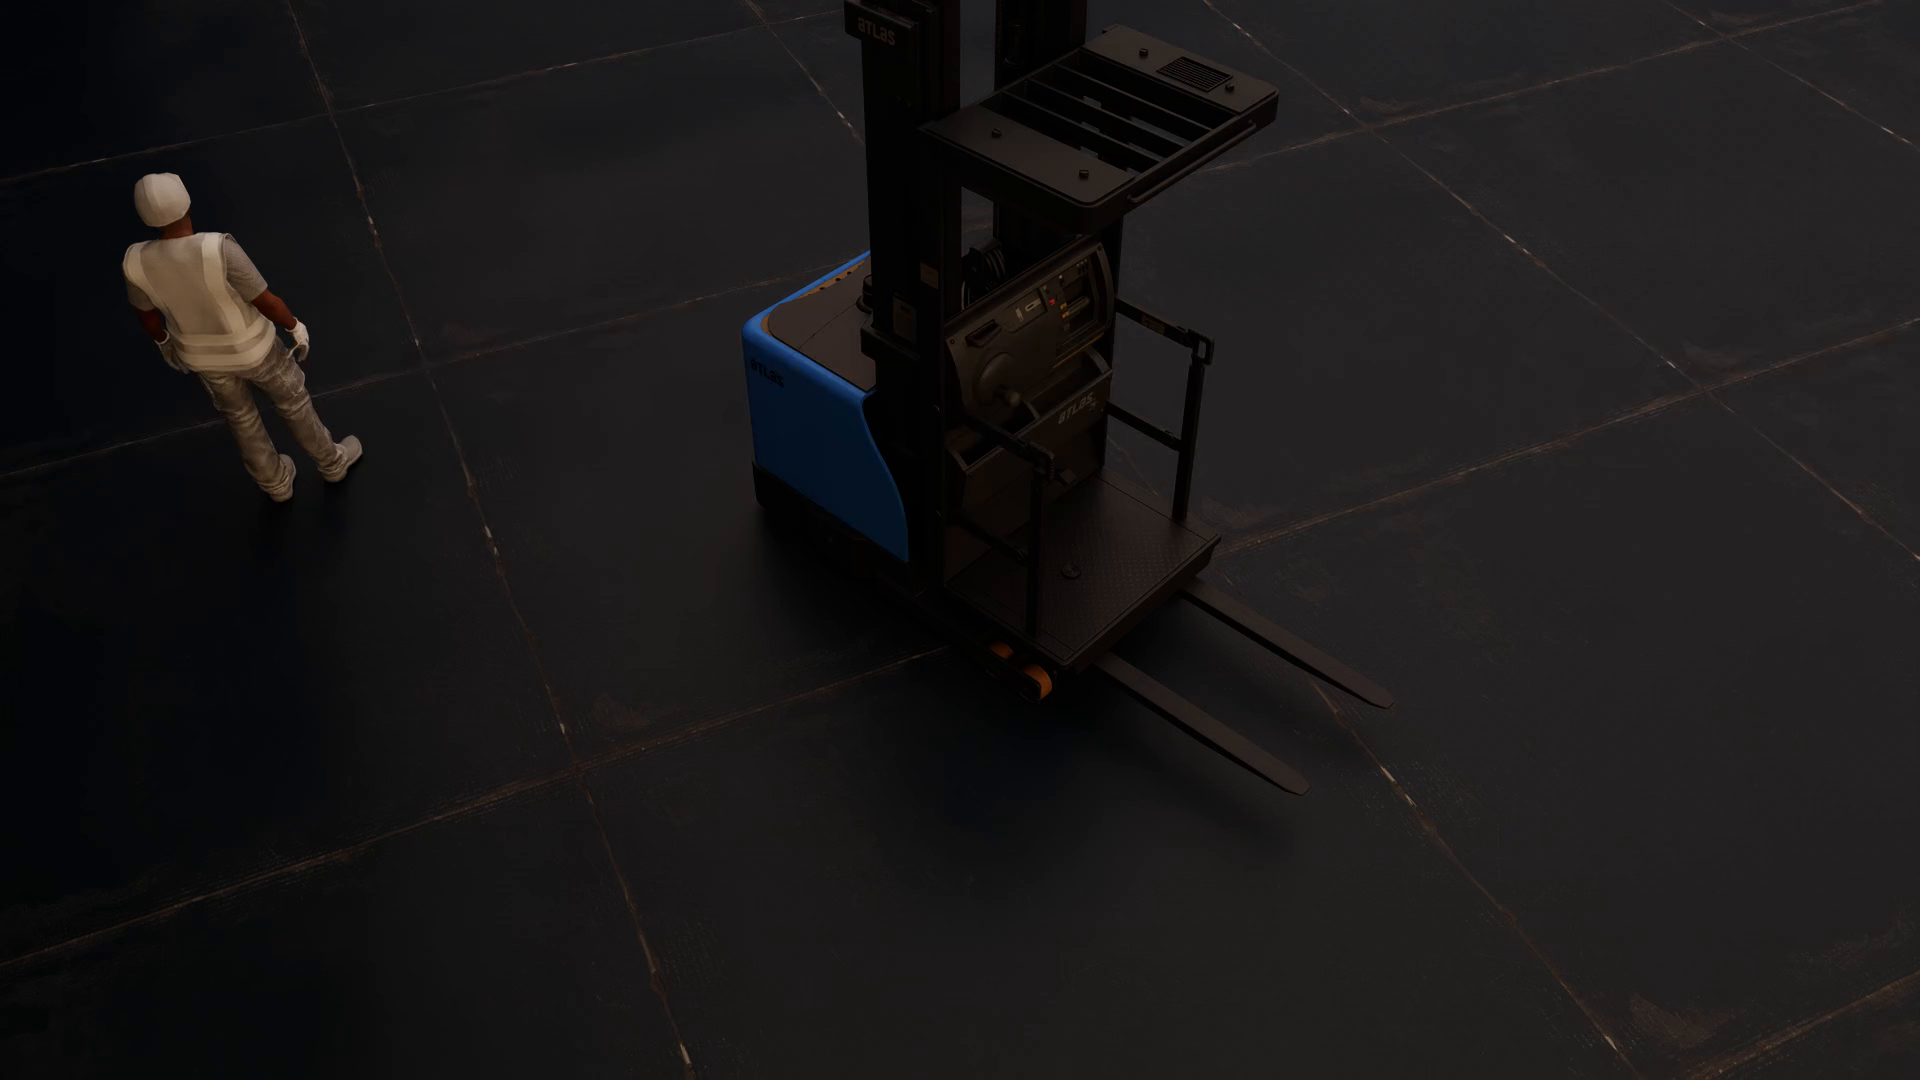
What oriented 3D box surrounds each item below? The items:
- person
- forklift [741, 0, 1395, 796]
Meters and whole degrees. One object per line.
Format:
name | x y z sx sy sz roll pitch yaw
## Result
person | -3.272 -0.926 7.504 0.656 1.785 0.576 -3 43 -3
forklift | 0.445 -0.788 6.525 3.031 2.935 1.130 32 52 30
